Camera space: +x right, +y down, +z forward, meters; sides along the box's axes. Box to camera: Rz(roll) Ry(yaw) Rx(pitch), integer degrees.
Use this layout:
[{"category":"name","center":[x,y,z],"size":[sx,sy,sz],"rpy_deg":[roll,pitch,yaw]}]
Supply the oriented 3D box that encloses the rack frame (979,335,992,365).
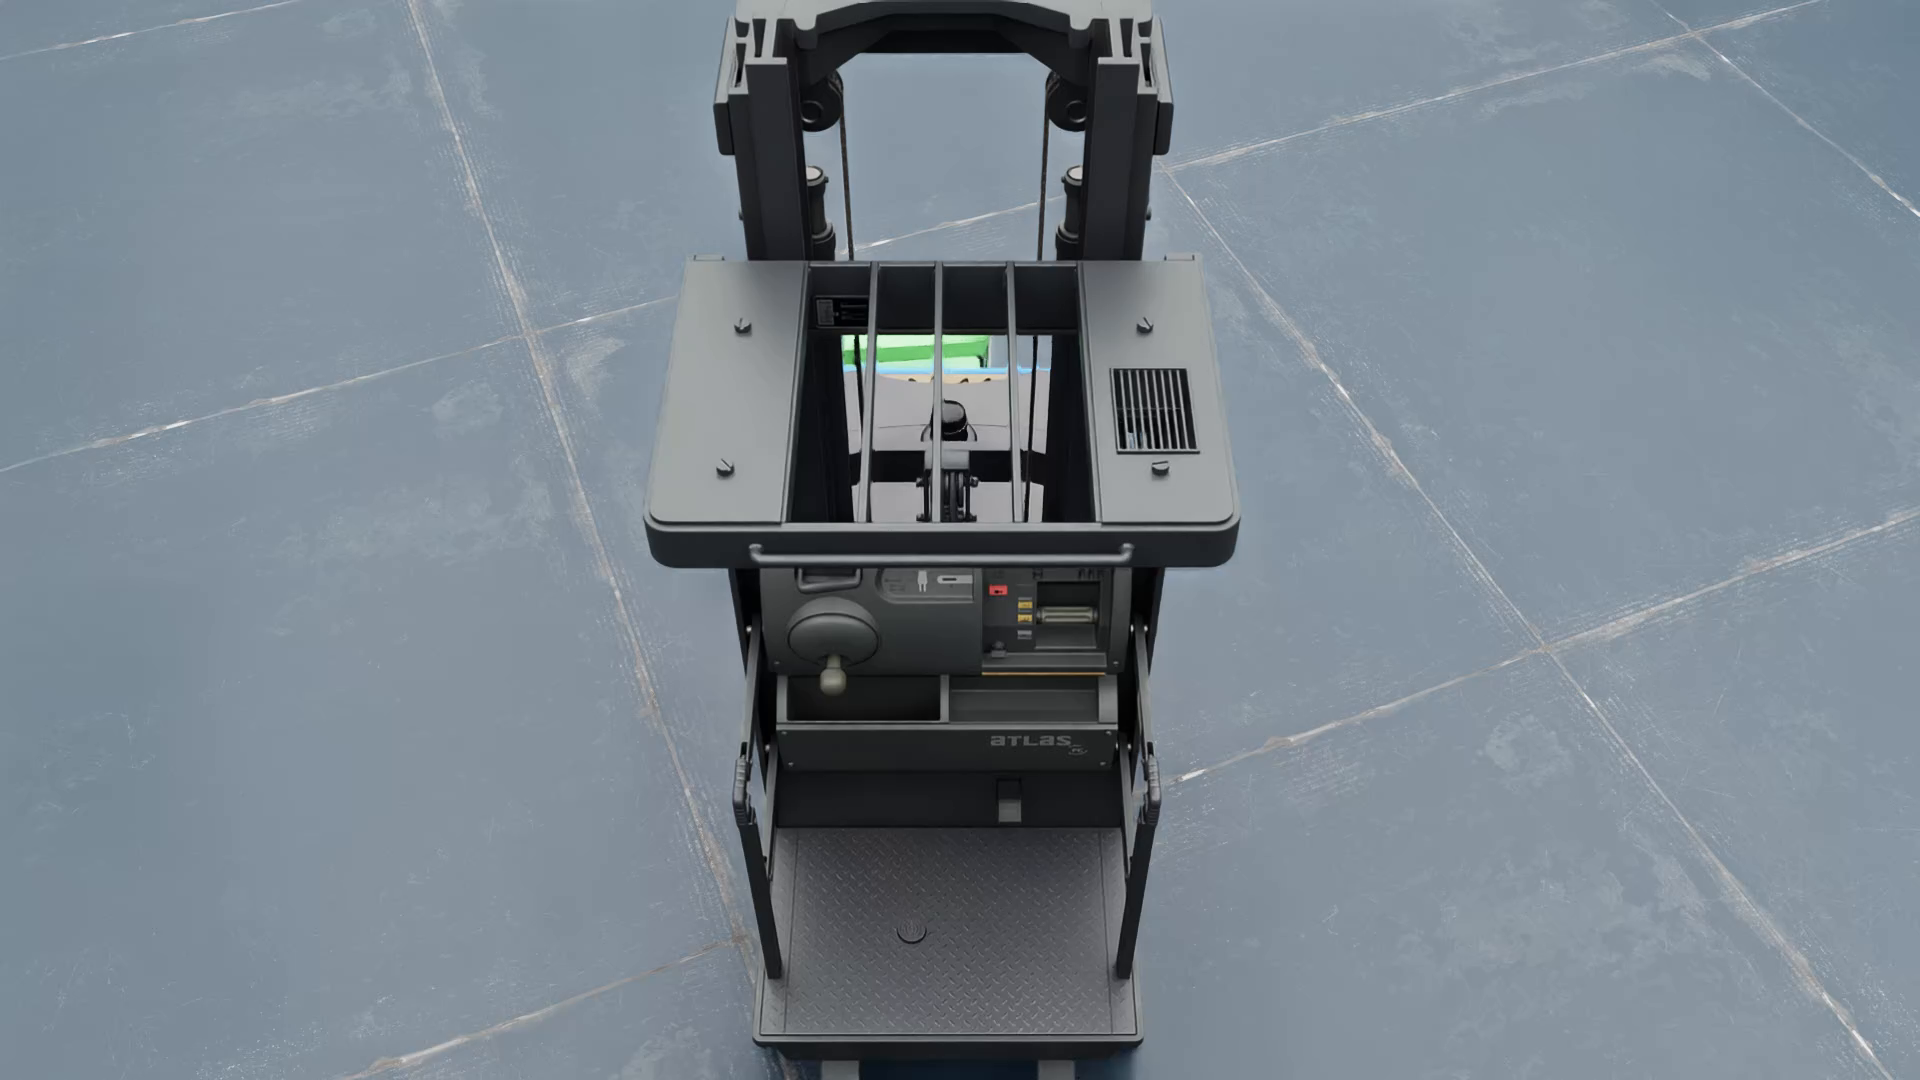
[{"category":"rack frame","center":[0.083,-0.427,5.826],"size":[0.015,1.200,0.240],"rpy_deg":[-4,49,-4]}]

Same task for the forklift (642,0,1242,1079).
[{"category":"forklift","center":[-0.033,0.301,4.060],"size":[1.130,2.935,3.031],"rpy_deg":[0,49,0]}]

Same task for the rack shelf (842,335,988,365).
[{"category":"rack shelf","center":[-0.159,-0.681,5.495],"size":[0.480,0.148,0.258],"rpy_deg":[-4,49,-4]}]

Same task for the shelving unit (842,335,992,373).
[{"category":"shelving unit","center":[-0.159,-0.410,5.811],"size":[0.503,1.200,0.258],"rpy_deg":[-4,49,-4]}]

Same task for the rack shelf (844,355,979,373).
[{"category":"rack shelf","center":[-0.159,-0.525,5.677],"size":[0.480,0.148,0.258],"rpy_deg":[-4,49,-4]}]
